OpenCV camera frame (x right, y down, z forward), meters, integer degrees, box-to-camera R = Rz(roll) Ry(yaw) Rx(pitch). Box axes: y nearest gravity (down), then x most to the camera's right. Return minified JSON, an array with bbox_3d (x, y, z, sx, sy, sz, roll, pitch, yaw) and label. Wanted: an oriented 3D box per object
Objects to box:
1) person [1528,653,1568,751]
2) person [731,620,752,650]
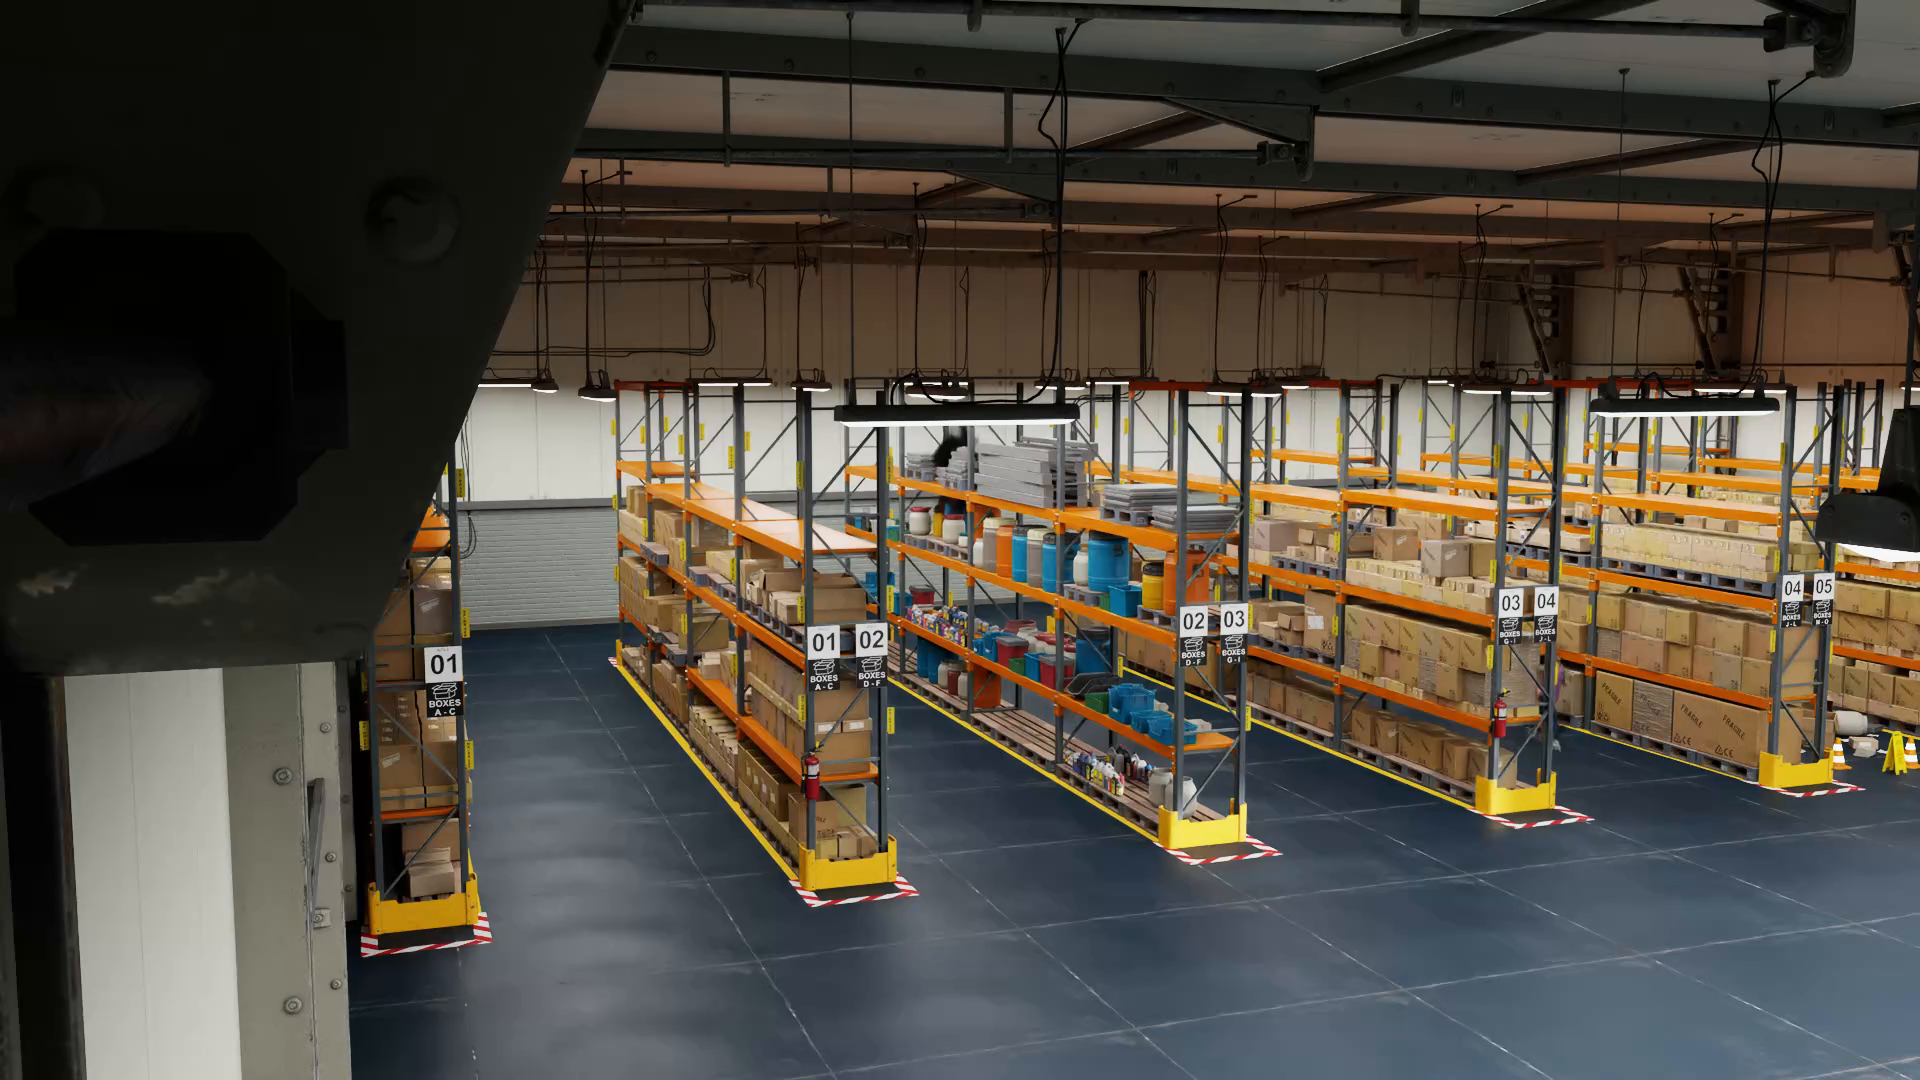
[{"bbox_3d":[9.756,2.633,27.664,0.538,1.596,0.920,-2,6,-18],"label":"person"},{"bbox_3d":[-4.531,1.825,34.915,0.613,1.689,0.829,-4,7,-32],"label":"person"}]
